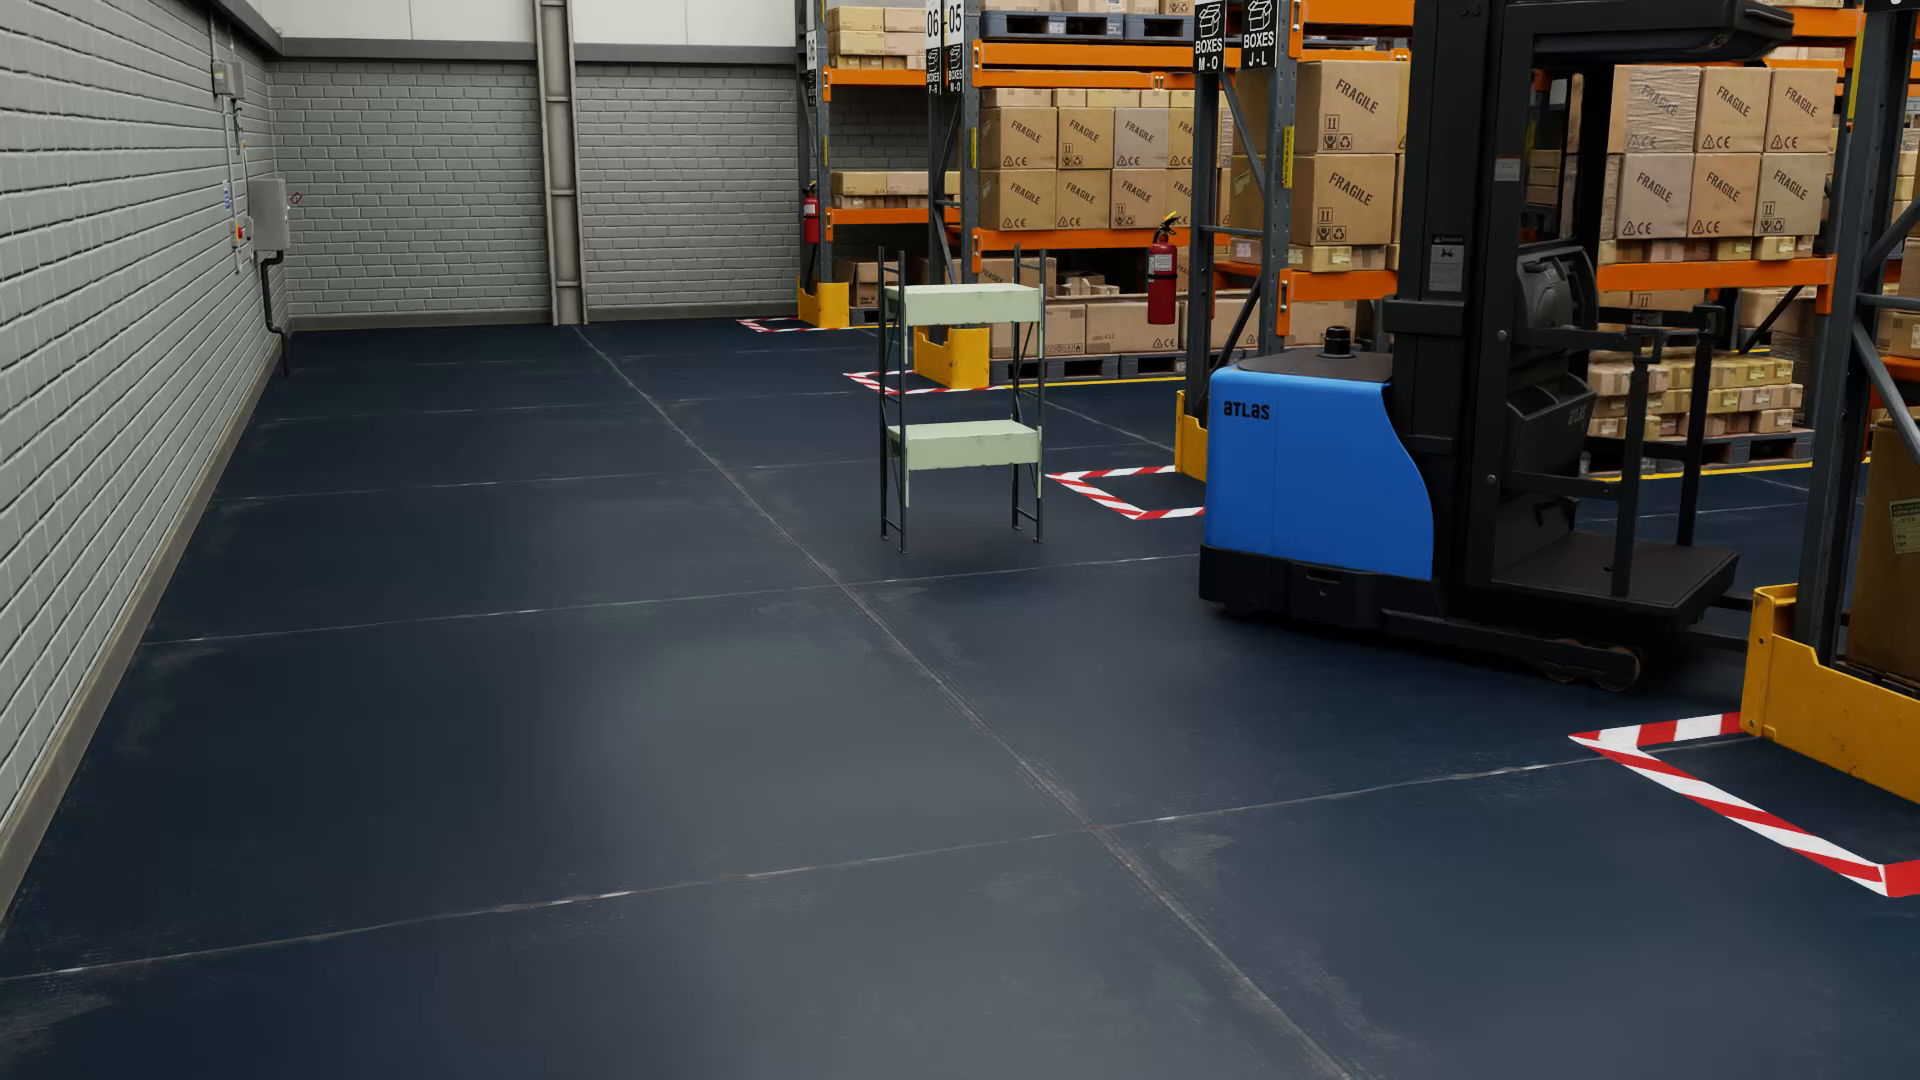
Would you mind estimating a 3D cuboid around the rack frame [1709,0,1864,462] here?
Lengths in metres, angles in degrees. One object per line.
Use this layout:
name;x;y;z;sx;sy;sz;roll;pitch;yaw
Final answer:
rack frame;5.404;-2.080;10.906;0.127;3.000;1.000;-4;14;-18

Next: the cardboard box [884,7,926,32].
cardboard box;-0.659;-5.737;18.398;0.500;0.250;0.500;-5;14;-18

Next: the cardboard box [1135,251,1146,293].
cardboard box;2.514;-3.336;20.680;0.500;0.500;0.500;-5;14;-18

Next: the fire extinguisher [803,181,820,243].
fire extinguisher;-1.640;-3.620;18.354;0.183;0.674;0.296;-4;14;-18

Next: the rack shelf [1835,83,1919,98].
rack shelf;11.621;-6.094;22.854;4.000;0.370;1.077;-4;14;-18

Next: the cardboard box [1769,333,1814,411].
cardboard box;6.025;-1.178;11.609;0.500;0.500;0.500;-5;14;-19

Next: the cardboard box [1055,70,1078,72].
cardboard box;1.172;-5.440;19.092;0.250;0.149;0.380;-5;14;-18

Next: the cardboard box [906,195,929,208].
cardboard box;-0.526;-3.855;18.909;0.250;0.149;0.380;-4;14;-16

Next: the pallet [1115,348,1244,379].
pallet;1.826;-1.672;15.216;1.213;0.211;1.003;-4;14;-18

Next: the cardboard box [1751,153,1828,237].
cardboard box;5.036;-2.176;10.450;0.500;0.500;0.500;-4;14;-18

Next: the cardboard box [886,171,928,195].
cardboard box;-0.654;-4.035;18.806;0.500;0.250;0.500;-4;14;-17

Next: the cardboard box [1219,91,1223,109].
cardboard box;2.079;-3.815;14.419;0.250;0.149;0.380;-4;14;-18

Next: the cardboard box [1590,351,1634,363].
cardboard box;4.268;-1.146;10.946;0.250;0.149;0.380;-5;14;-20

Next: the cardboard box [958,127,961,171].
cardboard box;0.289;-4.473;19.028;0.500;0.500;0.500;-4;14;-17

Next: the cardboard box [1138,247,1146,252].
cardboard box;2.400;-3.641;20.560;0.250;0.149;0.380;-5;14;-20

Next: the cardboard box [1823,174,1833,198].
cardboard box;5.718;-2.380;11.158;0.250;0.149;0.380;-4;14;-16

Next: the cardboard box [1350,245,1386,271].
cardboard box;2.253;-1.643;9.610;0.250;0.149;0.380;-4;14;-16

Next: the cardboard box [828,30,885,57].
cardboard box;-1.140;-5.455;18.295;0.500;0.250;0.500;-5;14;-19

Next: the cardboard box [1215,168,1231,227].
cardboard box;2.414;-3.037;14.714;0.500;0.500;0.500;-5;14;-19

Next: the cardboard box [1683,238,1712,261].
cardboard box;4.460;-1.832;10.406;0.250;0.149;0.380;-5;14;-20

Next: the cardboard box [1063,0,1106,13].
cardboard box;1.043;-4.483;13.945;0.250;0.149;0.380;-4;14;-16

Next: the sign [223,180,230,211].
sign;-5.441;-2.558;12.332;0.001;0.218;0.327;-4;14;-18

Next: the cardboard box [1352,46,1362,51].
cardboard box;4.692;-5.979;20.279;0.250;0.149;0.380;-4;14;-18

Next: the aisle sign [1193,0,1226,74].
aisle sign;1.448;-3.110;9.618;0.004;0.787;0.394;-4;14;-18

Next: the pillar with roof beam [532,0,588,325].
pillar with roof beam;-3.118;-5.925;14.104;0.400;9.000;9.100;-4;14;-18

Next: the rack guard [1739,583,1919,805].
rack guard;3.076;0.528;5.342;0.348;0.500;1.175;-4;14;-18

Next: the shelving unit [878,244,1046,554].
shelving unit;0.006;-0.730;8.471;0.755;1.500;0.431;-4;14;-18

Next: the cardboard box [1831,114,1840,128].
cardboard box;8.981;-4.350;17.278;0.250;0.149;0.380;-5;14;-21

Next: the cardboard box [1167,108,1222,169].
cardboard box;1.930;-3.488;14.446;0.500;0.500;0.500;-4;14;-18

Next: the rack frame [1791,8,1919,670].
rack frame;3.099;-0.690;5.060;0.127;3.000;1.000;-4;14;-18

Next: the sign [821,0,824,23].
sign;-1.475;-5.717;17.825;0.005;0.325;0.100;-4;14;-18

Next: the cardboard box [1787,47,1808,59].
cardboard box;8.115;-4.852;16.369;0.258;0.266;0.396;-4;14;-18

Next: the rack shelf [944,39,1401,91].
rack shelf;1.834;-4.120;14.555;4.000;0.370;1.077;-4;14;-18

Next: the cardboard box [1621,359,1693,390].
cardboard box;4.416;-1.054;10.560;0.250;0.149;0.380;-4;14;-16

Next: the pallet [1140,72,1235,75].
pallet;2.783;-5.647;19.827;1.003;0.211;1.213;-4;14;-18

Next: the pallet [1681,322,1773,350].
pallet;8.262;-2.154;17.244;1.213;0.211;1.003;-4;14;-18

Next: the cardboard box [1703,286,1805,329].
cardboard box;8.059;-2.419;17.102;0.625;0.372;0.950;-5;14;-22

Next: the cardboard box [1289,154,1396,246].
cardboard box;2.127;-1.951;9.504;0.500;0.500;0.500;-4;14;-15

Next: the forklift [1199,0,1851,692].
forklift;2.538;-0.995;6.494;3.031;2.935;1.130;10;16;35

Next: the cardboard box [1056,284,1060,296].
cardboard box;1.030;-3.035;20.174;0.250;0.149;0.380;-5;14;-19

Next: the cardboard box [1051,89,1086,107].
cardboard box;0.872;-3.708;13.972;0.250;0.149;0.380;-4;14;-16

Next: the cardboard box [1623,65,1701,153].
cardboard box;4.067;-2.592;10.038;0.500;0.500;0.500;-4;14;-17

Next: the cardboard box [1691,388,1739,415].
cardboard box;4.706;-0.903;10.568;0.250;0.149;0.380;-5;14;-20

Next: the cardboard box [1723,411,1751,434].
cardboard box;4.868;-0.793;10.748;0.250;0.149;0.380;-4;14;-16

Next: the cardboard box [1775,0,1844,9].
cardboard box;5.025;-3.371;10.175;0.500;0.250;0.500;-4;14;-17

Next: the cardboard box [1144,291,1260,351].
cardboard box;2.252;-2.027;15.313;0.875;0.438;0.875;-5;14;-20

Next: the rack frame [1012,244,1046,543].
rack frame;0.353;-0.757;8.585;0.023;1.500;0.400;-4;14;-18

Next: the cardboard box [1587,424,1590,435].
cardboard box;3.673;-0.688;10.306;0.250;0.149;0.380;-4;14;-18

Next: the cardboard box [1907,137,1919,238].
cardboard box;3.477;-1.220;5.350;0.500;0.500;0.500;-4;14;-17
